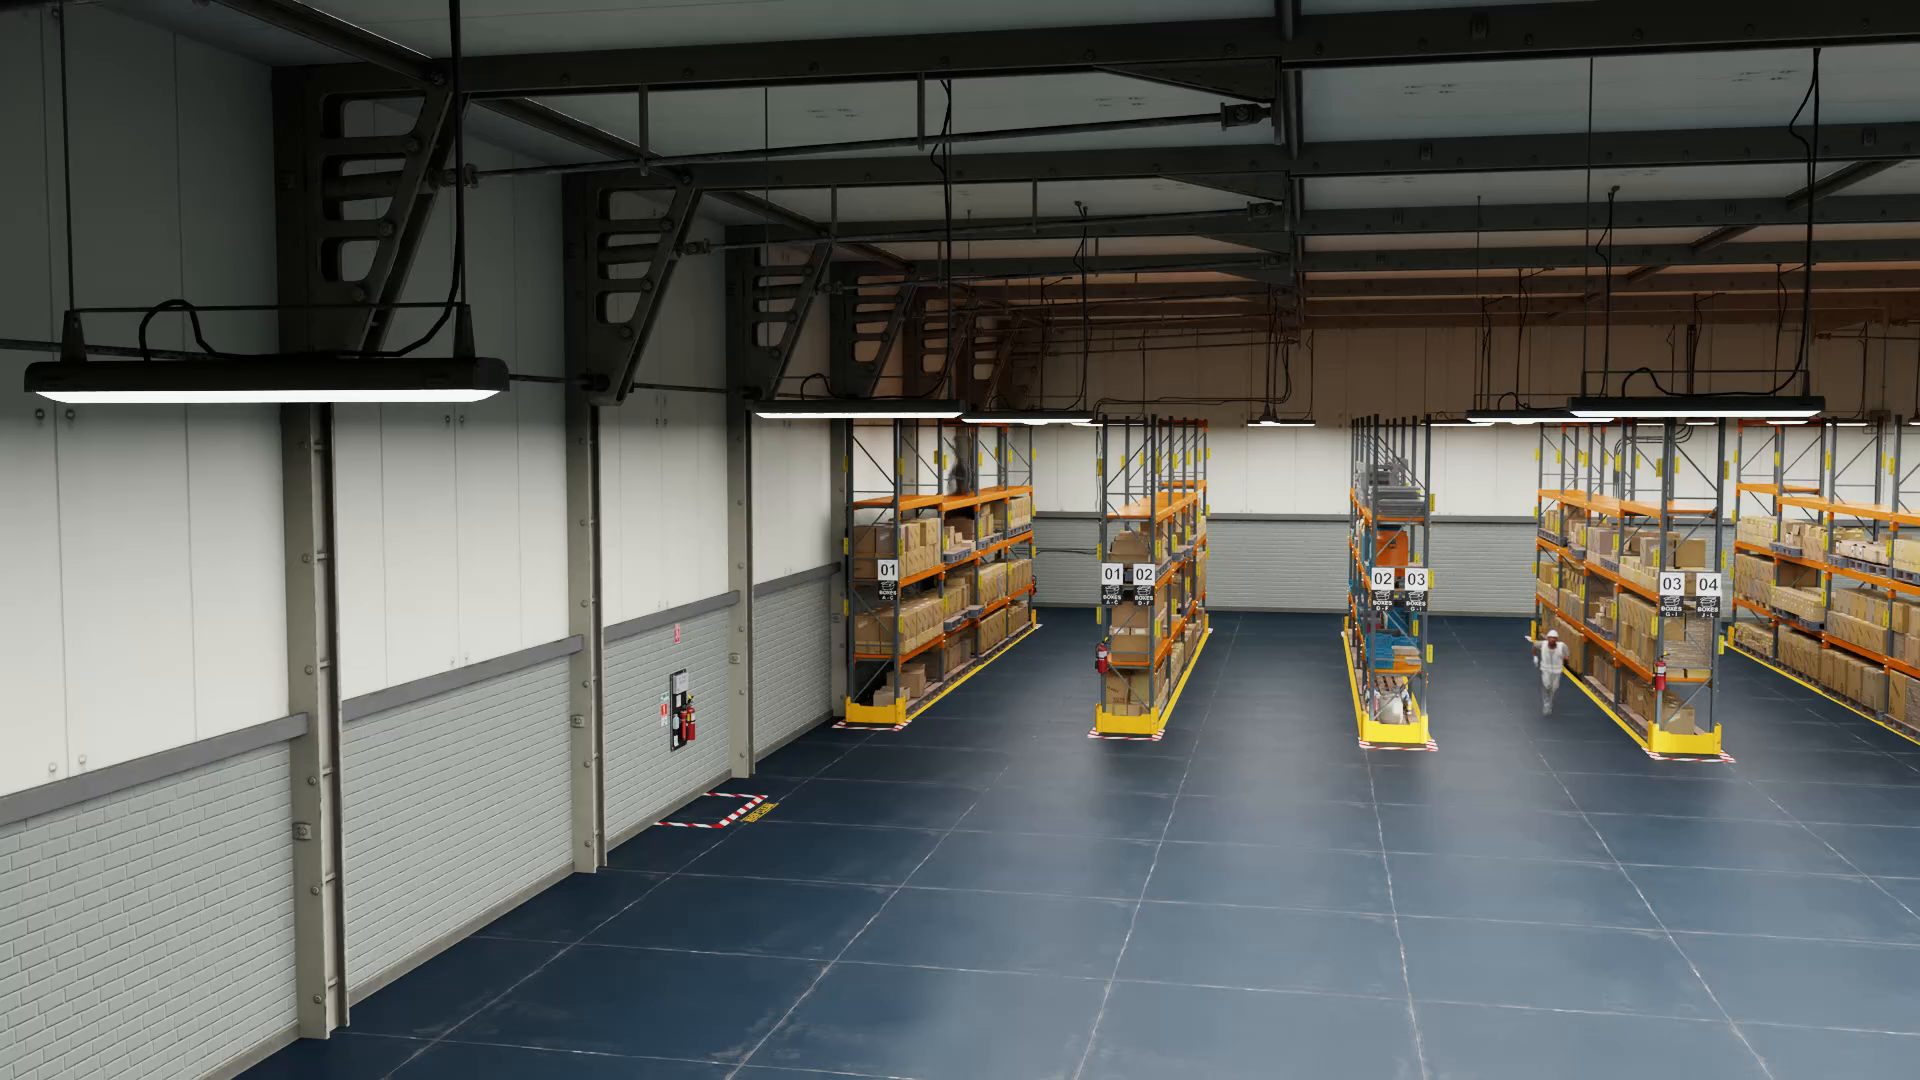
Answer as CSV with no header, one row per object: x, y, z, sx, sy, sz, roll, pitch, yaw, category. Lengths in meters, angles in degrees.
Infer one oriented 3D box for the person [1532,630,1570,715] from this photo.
11.789,2.634,33.182,0.666,1.713,0.919,1,4,11,person

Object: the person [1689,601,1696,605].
18.958,1.945,43.567,0.644,1.702,0.876,1,4,11,person
